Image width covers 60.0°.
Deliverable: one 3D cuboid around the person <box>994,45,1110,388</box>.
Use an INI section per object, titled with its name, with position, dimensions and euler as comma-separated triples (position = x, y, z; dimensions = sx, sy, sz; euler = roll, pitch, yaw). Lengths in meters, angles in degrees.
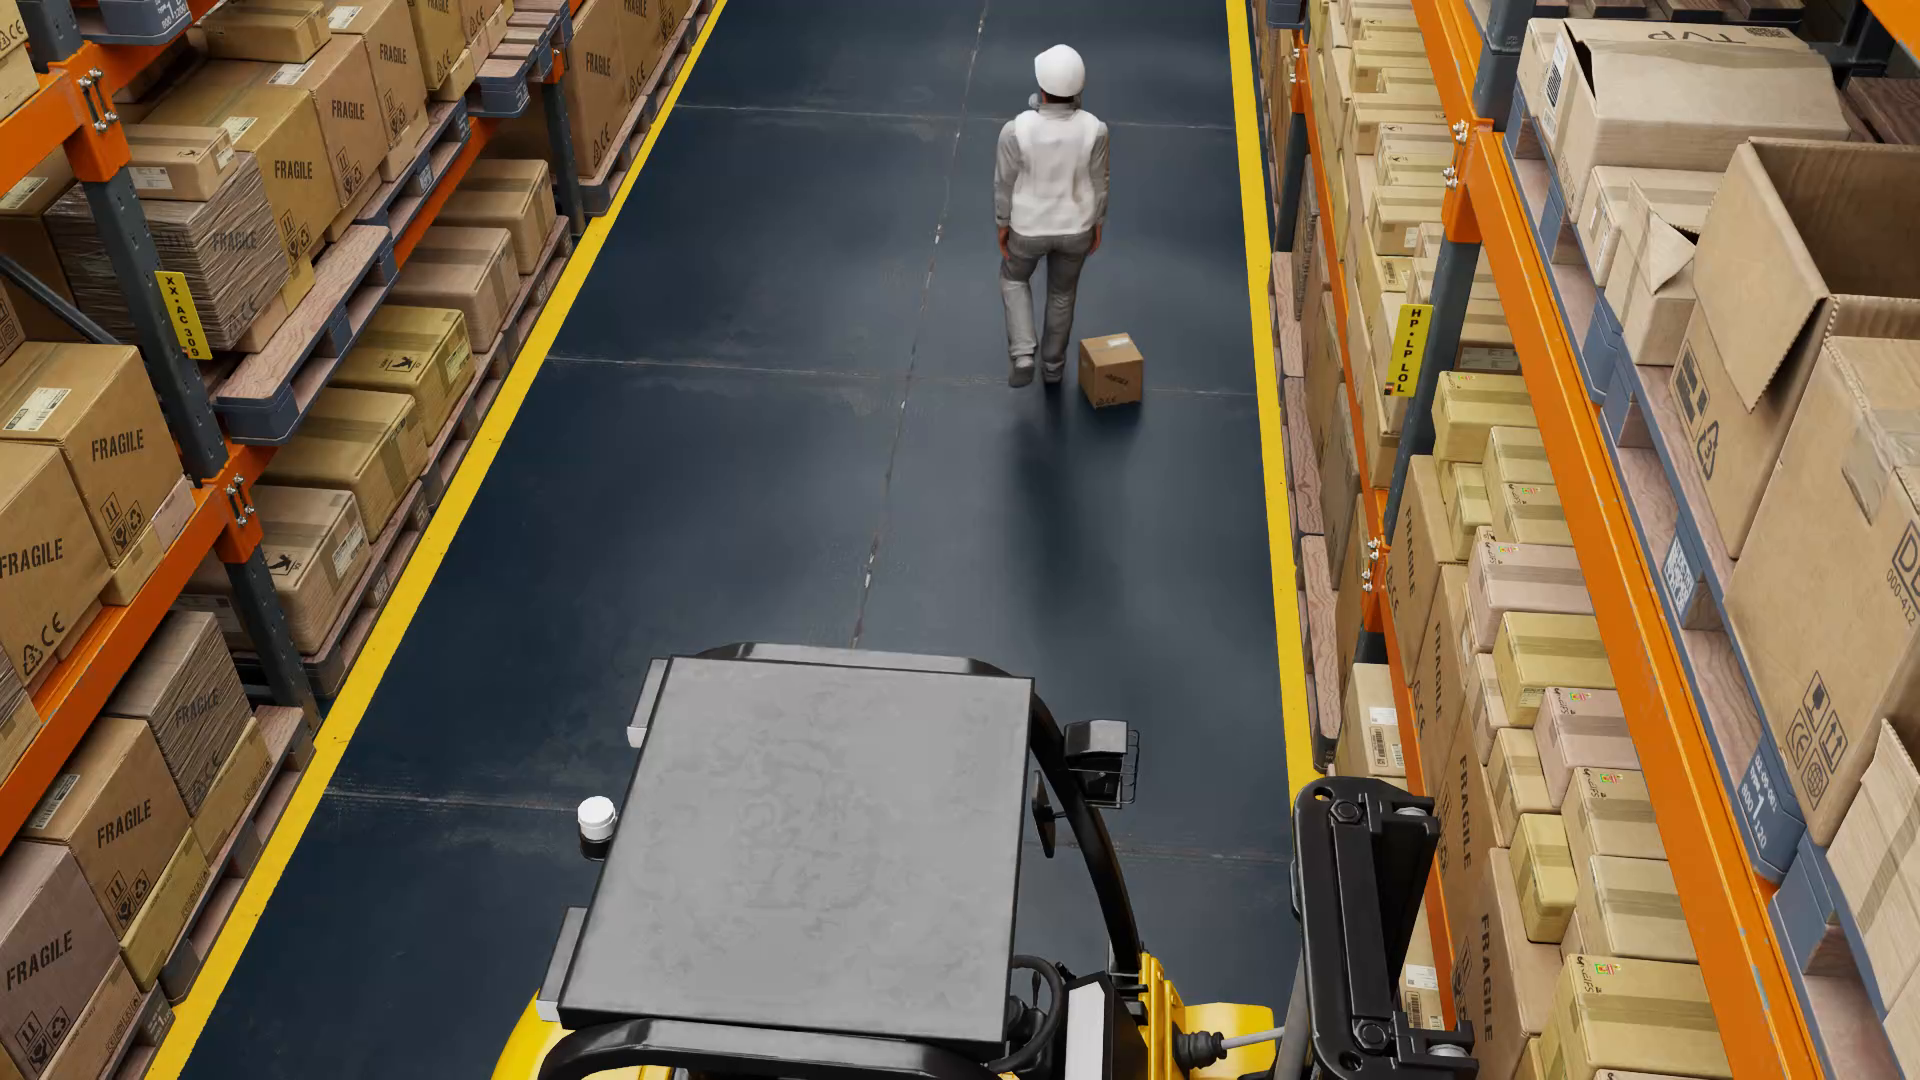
[person]
position = 0.427, -1.499, 7.901
dimensions = 0.544, 1.761, 0.495
euler = -1, 40, -1
